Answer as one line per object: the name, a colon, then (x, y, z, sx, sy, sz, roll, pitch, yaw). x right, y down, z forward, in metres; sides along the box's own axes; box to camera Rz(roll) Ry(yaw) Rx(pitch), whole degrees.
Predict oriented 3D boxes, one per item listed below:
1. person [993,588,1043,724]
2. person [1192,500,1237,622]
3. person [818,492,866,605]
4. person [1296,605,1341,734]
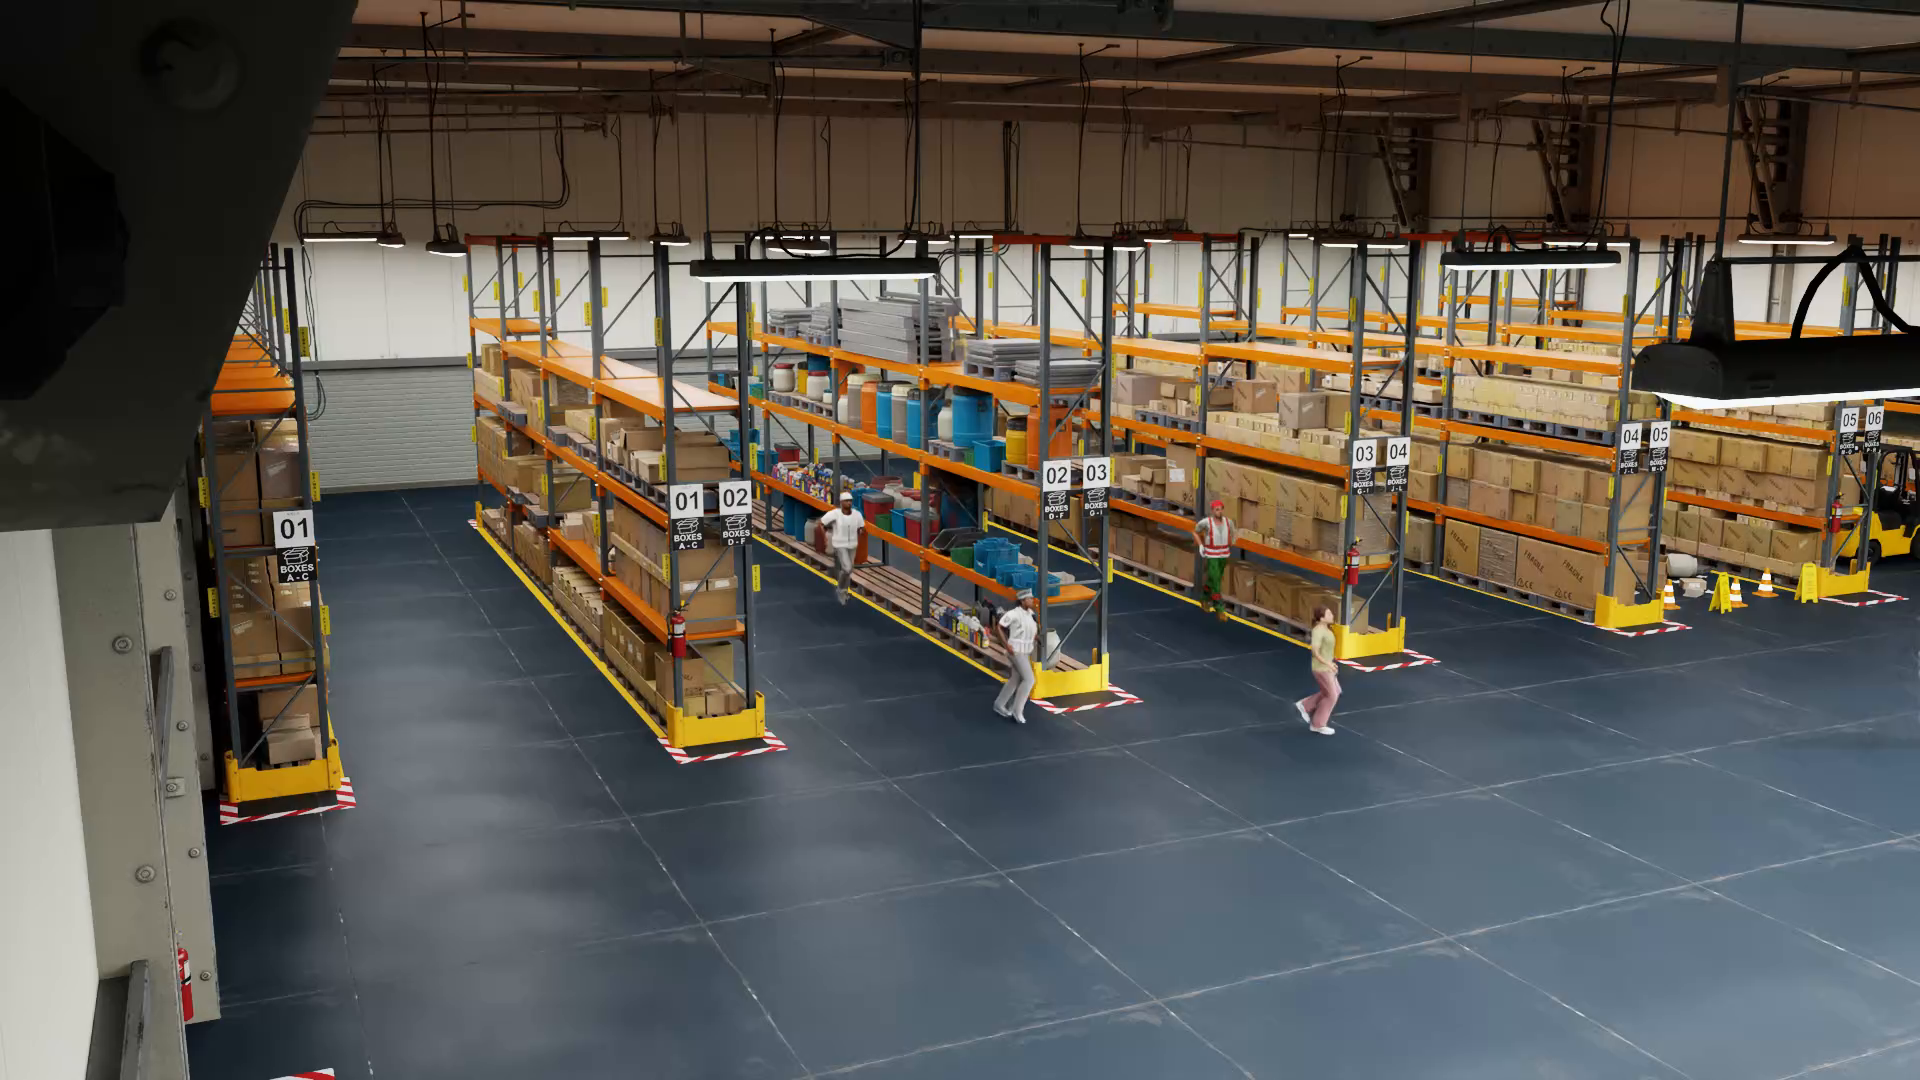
person: (0.769, 1.467, 21.285, 0.645, 1.717, 0.599, 6, 12, 28)
person: (3.939, 0.277, 25.425, 0.633, 1.815, 0.872, -4, 12, -21)
person: (-1.797, 0.138, 26.361, 0.689, 1.802, 0.637, -7, 13, -33)
person: (4.464, 1.599, 20.640, 0.547, 1.636, 0.580, 3, 11, 14)
